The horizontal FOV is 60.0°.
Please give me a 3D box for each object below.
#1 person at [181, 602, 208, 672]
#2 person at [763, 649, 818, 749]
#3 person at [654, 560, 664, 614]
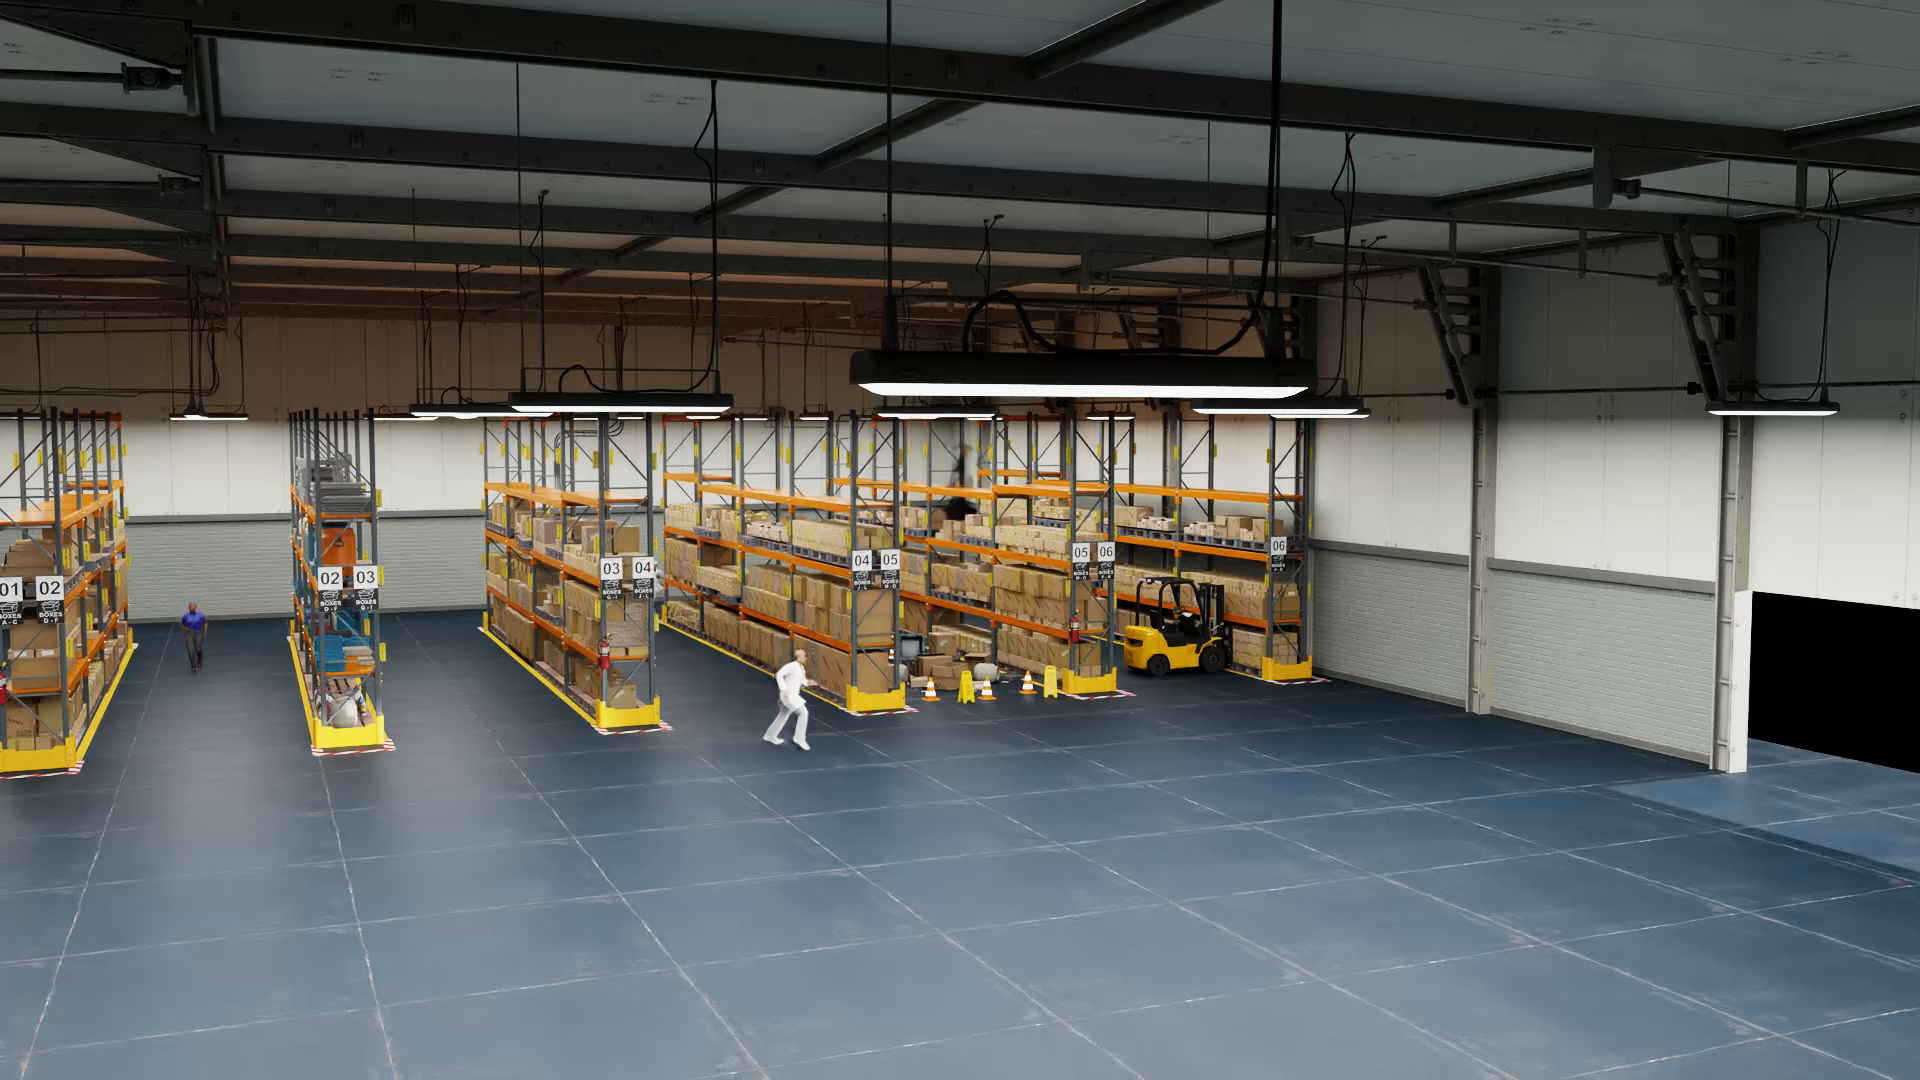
[{"bbox_3d":[-17.593,2.237,38.222,0.561,1.618,0.562,-2,4,-23],"label":"person"},{"bbox_3d":[-3.025,2.816,29.371,0.985,1.785,0.725,1,4,9],"label":"person"},{"bbox_3d":[-8.991,1.446,48.561,0.719,1.723,0.581,3,5,39],"label":"person"}]
